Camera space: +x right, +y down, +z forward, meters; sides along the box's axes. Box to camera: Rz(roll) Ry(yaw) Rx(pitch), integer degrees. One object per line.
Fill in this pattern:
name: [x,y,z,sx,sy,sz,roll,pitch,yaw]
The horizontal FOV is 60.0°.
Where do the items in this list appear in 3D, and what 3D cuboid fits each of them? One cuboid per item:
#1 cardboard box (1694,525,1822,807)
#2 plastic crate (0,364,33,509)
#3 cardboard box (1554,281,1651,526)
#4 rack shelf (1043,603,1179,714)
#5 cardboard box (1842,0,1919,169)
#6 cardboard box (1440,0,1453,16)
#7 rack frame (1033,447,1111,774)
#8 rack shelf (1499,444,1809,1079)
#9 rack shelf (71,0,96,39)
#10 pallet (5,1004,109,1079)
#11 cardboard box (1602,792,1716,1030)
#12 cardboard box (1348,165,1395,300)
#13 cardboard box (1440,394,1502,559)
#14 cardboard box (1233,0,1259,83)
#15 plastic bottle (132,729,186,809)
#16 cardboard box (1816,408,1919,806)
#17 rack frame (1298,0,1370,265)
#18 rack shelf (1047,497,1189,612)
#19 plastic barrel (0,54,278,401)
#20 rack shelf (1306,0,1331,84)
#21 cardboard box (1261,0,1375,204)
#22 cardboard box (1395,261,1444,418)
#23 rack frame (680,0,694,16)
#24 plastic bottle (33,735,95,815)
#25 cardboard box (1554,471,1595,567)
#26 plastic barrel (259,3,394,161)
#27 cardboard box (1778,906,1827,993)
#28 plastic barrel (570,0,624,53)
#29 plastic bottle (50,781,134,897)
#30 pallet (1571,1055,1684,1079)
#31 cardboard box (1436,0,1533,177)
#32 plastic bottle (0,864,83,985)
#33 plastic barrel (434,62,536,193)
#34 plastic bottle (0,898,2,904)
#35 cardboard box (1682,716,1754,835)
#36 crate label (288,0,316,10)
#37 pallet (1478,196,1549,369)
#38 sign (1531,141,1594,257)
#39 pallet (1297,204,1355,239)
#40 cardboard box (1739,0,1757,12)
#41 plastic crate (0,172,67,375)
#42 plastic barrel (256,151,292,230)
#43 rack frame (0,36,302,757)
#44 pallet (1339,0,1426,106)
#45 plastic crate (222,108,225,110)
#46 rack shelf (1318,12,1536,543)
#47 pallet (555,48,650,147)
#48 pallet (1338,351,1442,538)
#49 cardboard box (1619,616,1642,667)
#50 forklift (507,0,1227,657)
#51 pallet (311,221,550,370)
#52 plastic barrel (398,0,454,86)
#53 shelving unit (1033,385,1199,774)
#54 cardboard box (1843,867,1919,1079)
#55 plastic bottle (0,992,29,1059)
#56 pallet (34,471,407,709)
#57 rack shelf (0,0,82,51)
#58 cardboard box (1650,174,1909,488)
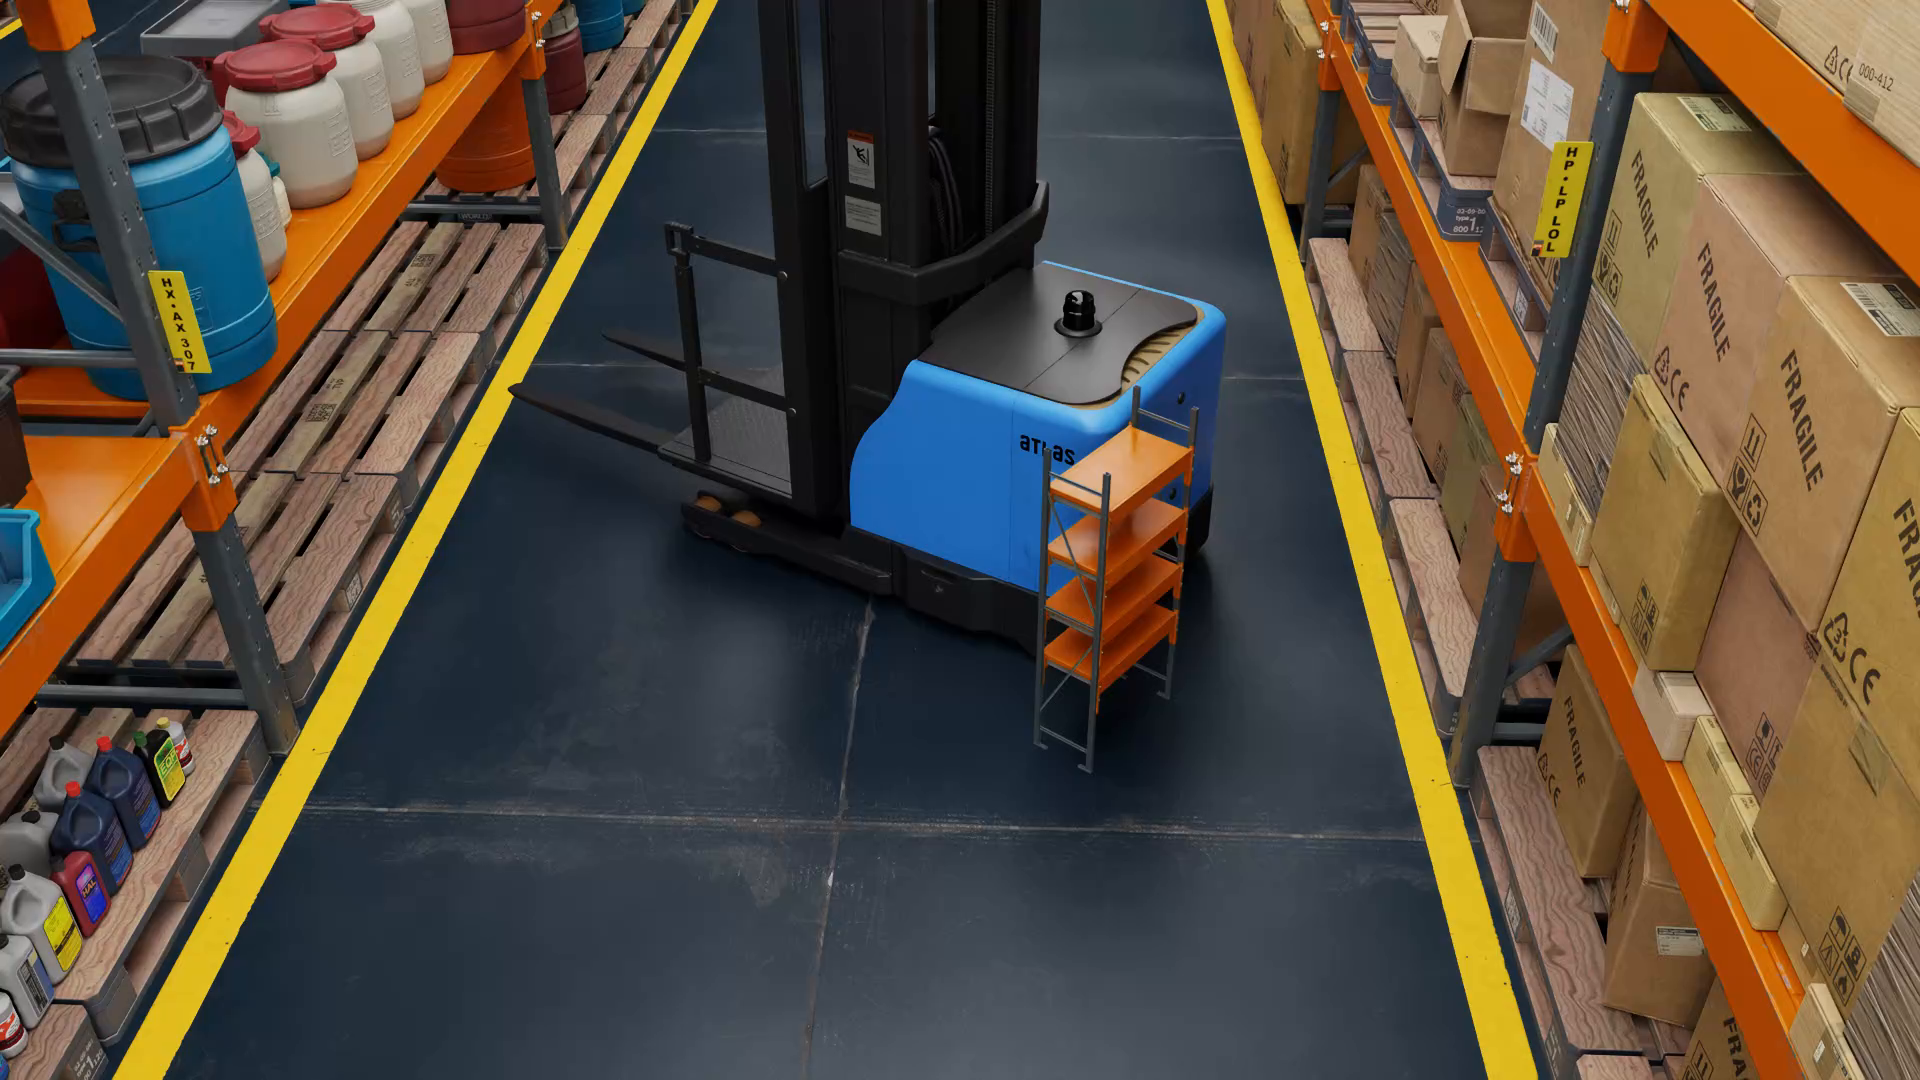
cardboard box: [2.098,0.254,3.435,0.875,0.500,0.500,1,35,2]
plastic crate: [-2.944,-0.208,4.491,0.767,0.338,0.504,1,35,2]
cardboard box: [2.073,-0.323,4.255,0.875,0.500,0.500,1,35,2]
rack shelf: [0.505,0.362,5.653,0.258,0.148,0.480,25,42,31]
cardboard box: [1.832,-0.741,2.717,0.500,0.250,0.500,0,35,0]
cardboard box: [2.409,-2.294,6.953,0.700,0.500,0.500,6,36,9]
rack frame: [0.352,0.254,5.345,0.240,1.200,0.015,25,42,31]
rack shelf: [2.072,1.026,3.307,1.077,0.370,4.000,1,35,2]
rack shelf: [-2.716,-2.613,5.877,1.077,0.370,4.000,1,35,2]
pallet: [-2.911,1.697,4.152,1.003,0.211,1.213,1,35,2]
cardboard box: [2.081,0.992,4.538,0.500,0.500,0.500,12,37,17]
cardboard box: [2.306,-1.487,8.049,0.700,0.500,0.500,0,35,-1]
cardboard box: [2.237,-0.200,6.217,0.700,0.500,0.500,1,35,2]
cardboard box: [2.433,-3.434,10.510,1.225,0.875,0.875,0,35,0]
plastic bottle: [-2.486,0.684,5.148,0.061,0.283,0.133,3,35,4]
cardboard box: [1.832,0.126,2.747,0.500,0.500,0.500,1,35,2]
rack frame: [2.313,-2.715,8.005,1.000,3.000,0.127,1,35,2]
rack shelf: [0.505,0.017,5.411,0.258,0.148,0.480,25,42,31]
plastic barrel: [-2.478,-0.951,5.059,0.600,0.901,0.708,1,35,2]
rack shelf: [2.394,-3.570,9.846,1.077,0.370,4.000,1,35,2]
cardboard box: [2.362,-2.414,9.058,1.225,0.875,0.875,0,35,0]
cardboard box: [2.281,-0.842,7.131,0.700,0.500,0.500,4,35,6]
rack frame: [-2.475,-5.128,11.437,1.000,3.000,0.127,1,35,2]
plastic bottle: [-2.678,0.746,5.001,0.144,0.351,0.185,1,35,2]
cardboard box: [1.821,-0.054,4.437,0.380,0.149,0.250,1,35,2]
plastic barrel: [-2.492,-1.802,6.587,0.433,0.535,0.433,0,35,0]
cardboard box: [1.832,0.809,3.208,0.380,0.149,0.250,1,35,2]
plastic barrel: [-2.542,-3.722,10.897,0.600,0.901,0.708,1,35,2]
plastic bottle: [-2.542,0.859,4.840,0.144,0.351,0.185,0,35,0]
pallet: [2.115,1.813,3.986,1.003,0.211,1.213,1,35,2]
cardboard box: [2.130,-1.629,6.004,0.797,0.503,0.637,5,35,7]
plastic bottle: [-2.555,1.045,4.576,0.144,0.351,0.185,1,35,2]
plastic barrel: [-2.633,-2.395,9.071,0.600,0.830,0.708,1,35,2]
plastic bottle: [-2.658,1.085,4.577,0.061,0.283,0.133,1,35,2]
cardboard box: [1.818,0.521,3.618,0.380,0.149,0.250,1,35,2]
crate label: [-2.946,-2.279,7.354,0.502,0.435,0.616,1,35,2]
pallet: [2.329,-0.774,5.410,1.003,0.211,1.213,1,35,2]
sign: [1.598,-0.901,4.417,0.100,0.325,0.005,1,35,2]
pallet: [2.420,-2.025,9.448,1.003,0.211,1.213,1,35,2]
cardboard box: [1.879,-1.330,3.556,0.500,0.250,0.500,0,35,0]
plastic crate: [-3.083,-0.843,5.285,0.402,0.464,0.583,1,35,2]
plastic barrel: [-2.590,-1.232,6.014,0.301,0.262,0.301,0,35,0]
rack frame: [-2.796,-0.531,4.897,1.000,3.000,0.127,1,35,2]
pallet: [2.391,-2.225,7.474,1.213,0.211,1.003,1,35,2]
plastic crate: [-3.008,-1.452,6.391,0.450,0.188,0.662,1,35,2]
rack shelf: [2.233,-1.272,6.576,1.077,0.370,4.000,1,35,2]
pallet: [-2.594,-2.842,10.610,1.003,0.211,1.213,1,35,2]
pallet: [2.229,-0.426,7.173,1.003,0.211,1.213,1,35,2]
cardboard box: [1.838,0.234,4.027,0.380,0.149,0.250,1,35,2]
forklift: [-0.530,-1.387,6.175,3.031,2.935,1.130,20,40,25]
pallet: [-2.705,-1.244,8.337,1.003,0.211,1.213,1,35,2]
plastic barrel: [-2.463,-2.279,7.287,0.421,0.512,0.421,0,35,0]
shelving unit: [0.505,0.145,5.501,0.258,1.200,0.503,25,42,31]
cardboard box: [2.005,0.827,2.619,0.875,0.500,0.500,1,35,2]
plastic bottle: [-2.543,1.268,4.388,0.097,0.201,0.097,0,35,0]
pallet: [-2.803,0.157,6.342,1.003,0.211,1.213,1,35,2]
rack shelf: [-2.877,-0.315,2.607,1.077,0.370,4.000,1,35,2]
cardboard box: [1.862,-0.449,3.565,0.500,0.500,0.500,1,35,2]
